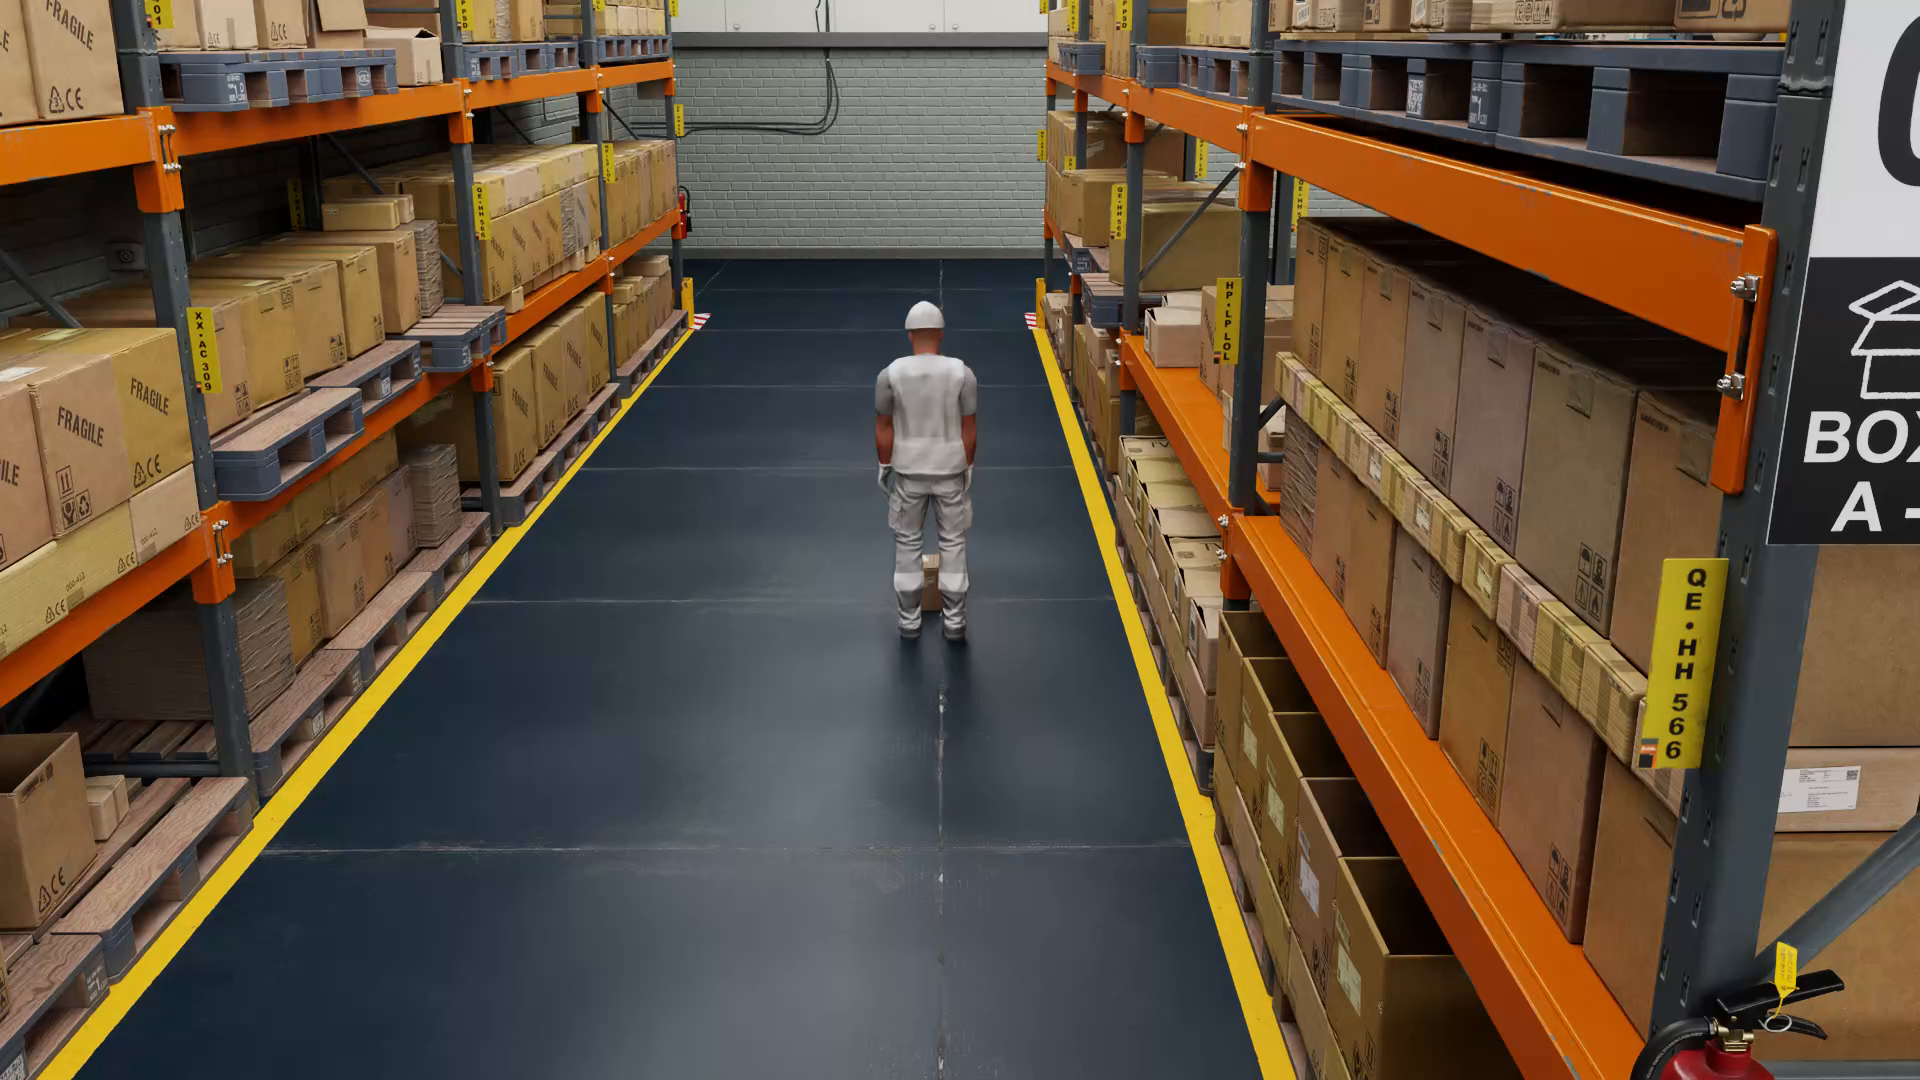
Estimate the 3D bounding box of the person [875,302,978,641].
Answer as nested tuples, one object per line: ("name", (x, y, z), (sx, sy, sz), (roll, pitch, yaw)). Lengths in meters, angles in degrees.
("person", (-0.173, -0.352, 8.677), (0.528, 1.777, 0.358), (0, 17, 0))
